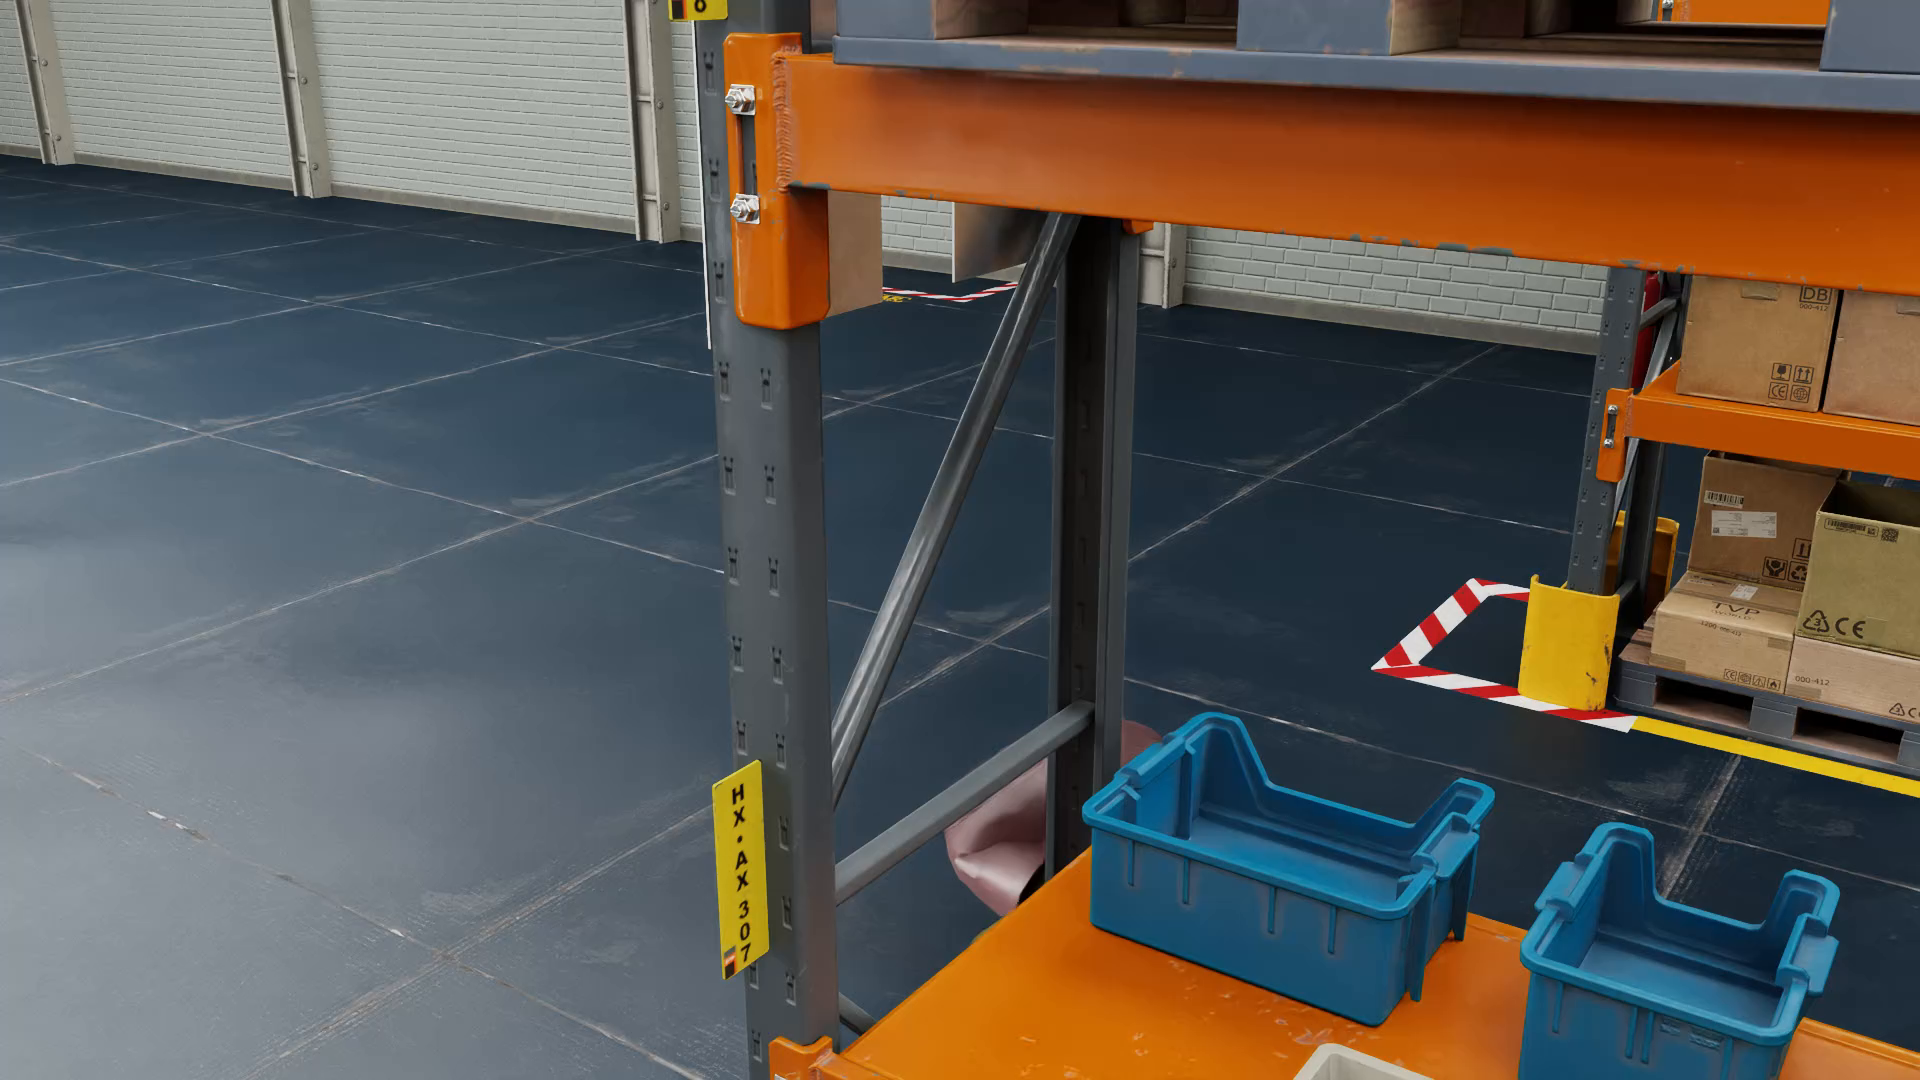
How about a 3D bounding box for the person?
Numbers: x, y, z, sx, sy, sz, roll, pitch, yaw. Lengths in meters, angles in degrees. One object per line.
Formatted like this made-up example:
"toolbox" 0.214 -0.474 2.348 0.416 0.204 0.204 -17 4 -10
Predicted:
"person" 0.380 0.911 4.865 0.899 0.886 0.603 13 23 32
